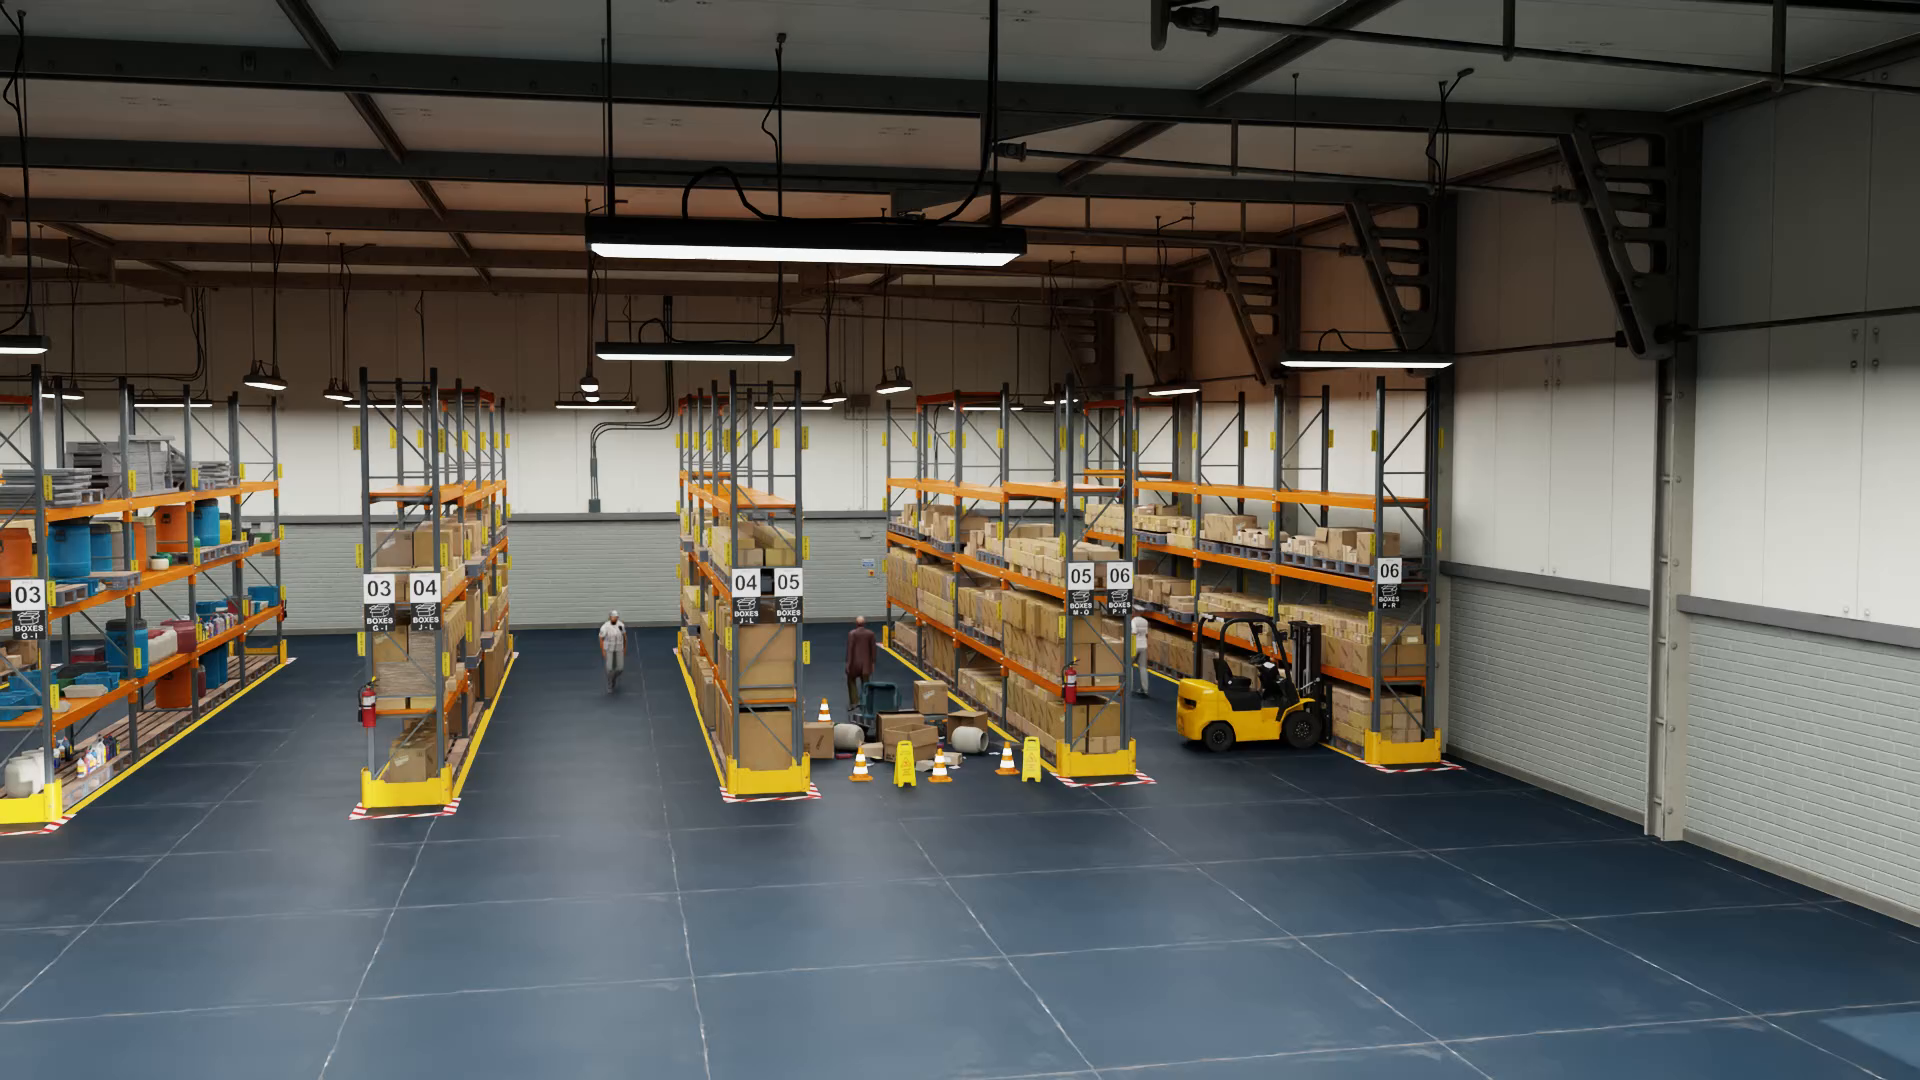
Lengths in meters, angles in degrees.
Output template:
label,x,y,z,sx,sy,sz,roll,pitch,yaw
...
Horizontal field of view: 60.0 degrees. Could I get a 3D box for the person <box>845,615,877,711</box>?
label,x,y,z,sx,sy,sz,roll,pitch,yaw
person,-1.823,2.303,30.709,0.625,1.815,0.594,-1,4,-21

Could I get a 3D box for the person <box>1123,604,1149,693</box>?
label,x,y,z,sx,sy,sz,roll,pitch,yaw
person,3.525,2.182,32.972,0.539,1.814,0.688,-2,4,-26

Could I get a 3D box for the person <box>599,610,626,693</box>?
label,x,y,z,sx,sy,sz,roll,pitch,yaw
person,-6.969,2.215,33.338,0.566,1.639,0.584,-1,4,-23
